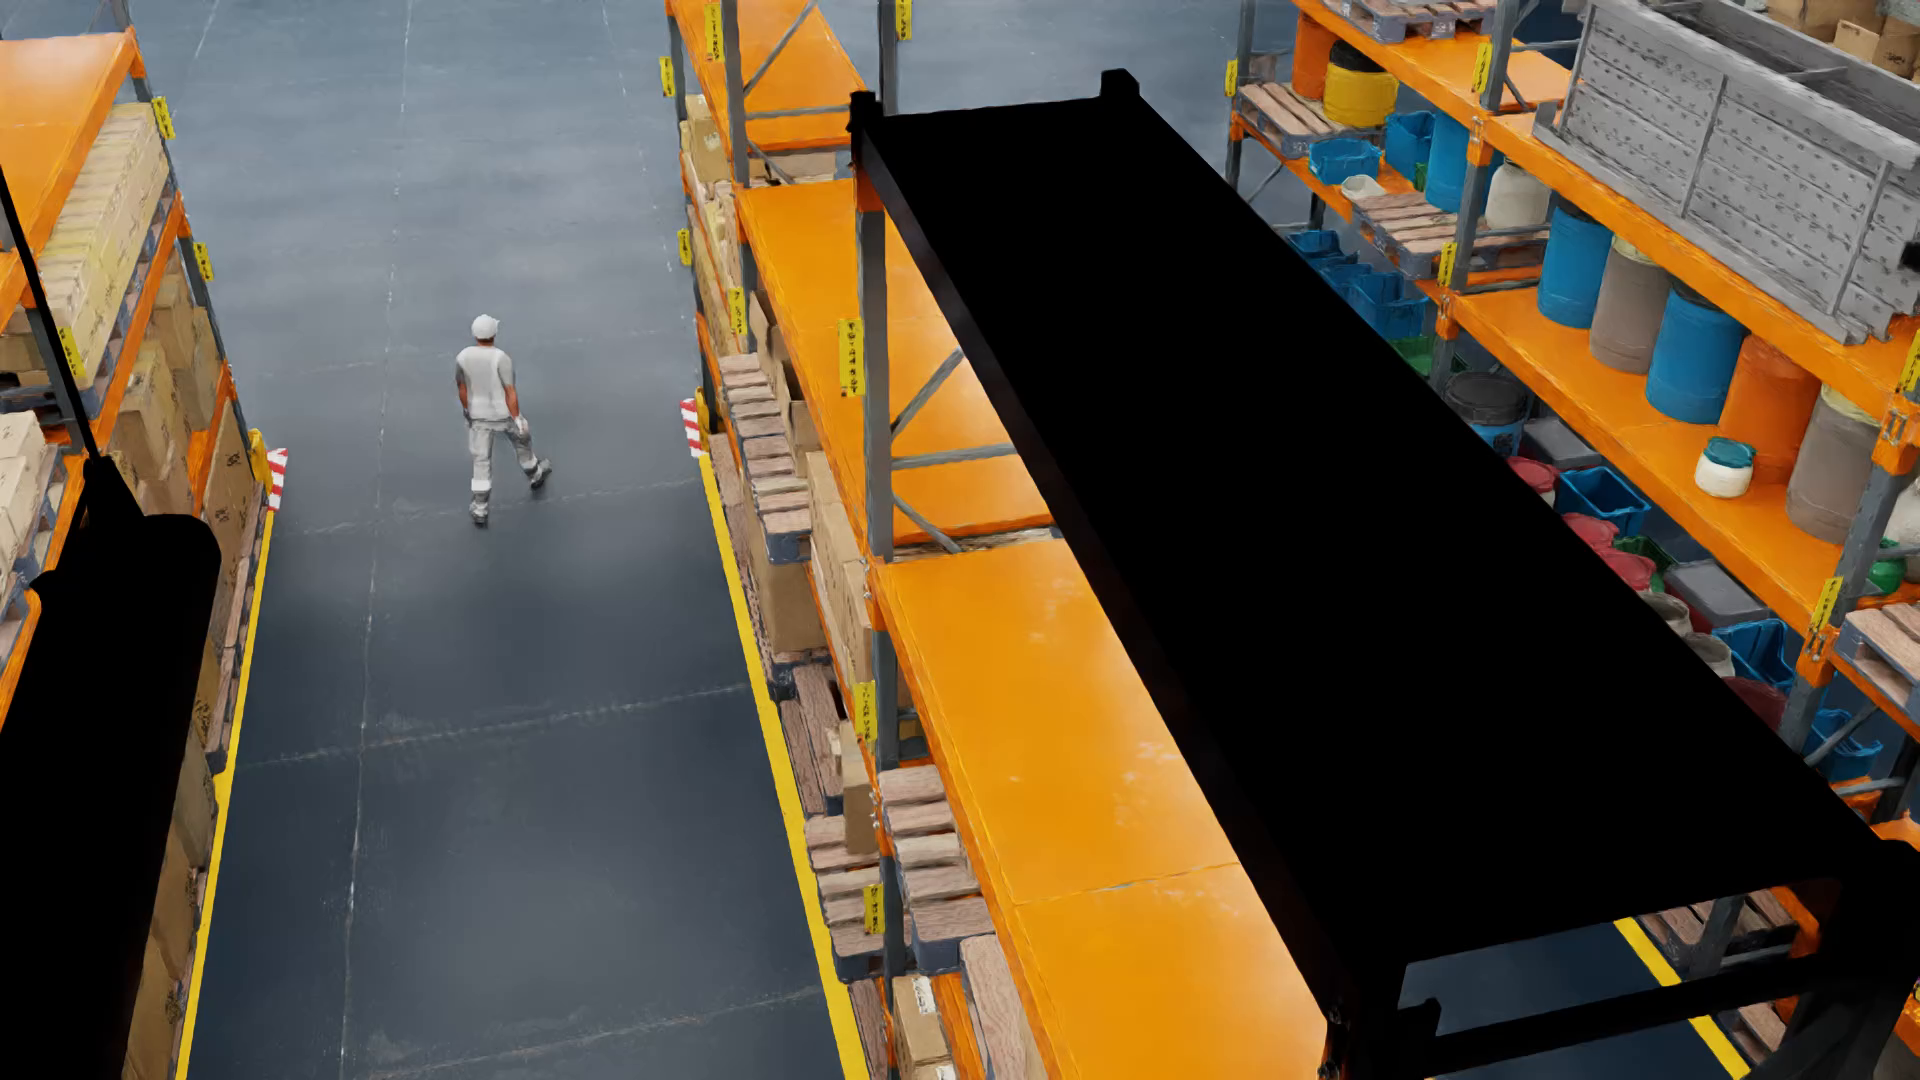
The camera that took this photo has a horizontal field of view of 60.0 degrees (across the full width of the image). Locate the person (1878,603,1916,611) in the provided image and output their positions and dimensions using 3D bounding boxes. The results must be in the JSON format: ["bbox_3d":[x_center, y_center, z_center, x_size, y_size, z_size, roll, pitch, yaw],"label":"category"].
[{"bbox_3d":[7.412,-0.052,12.565,0.565,1.782,0.665,10,36,15],"label":"person"}]

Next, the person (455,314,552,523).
[{"bbox_3d":[-3.961,-1.091,14.169,0.590,1.747,0.984,5,35,7],"label":"person"}]
